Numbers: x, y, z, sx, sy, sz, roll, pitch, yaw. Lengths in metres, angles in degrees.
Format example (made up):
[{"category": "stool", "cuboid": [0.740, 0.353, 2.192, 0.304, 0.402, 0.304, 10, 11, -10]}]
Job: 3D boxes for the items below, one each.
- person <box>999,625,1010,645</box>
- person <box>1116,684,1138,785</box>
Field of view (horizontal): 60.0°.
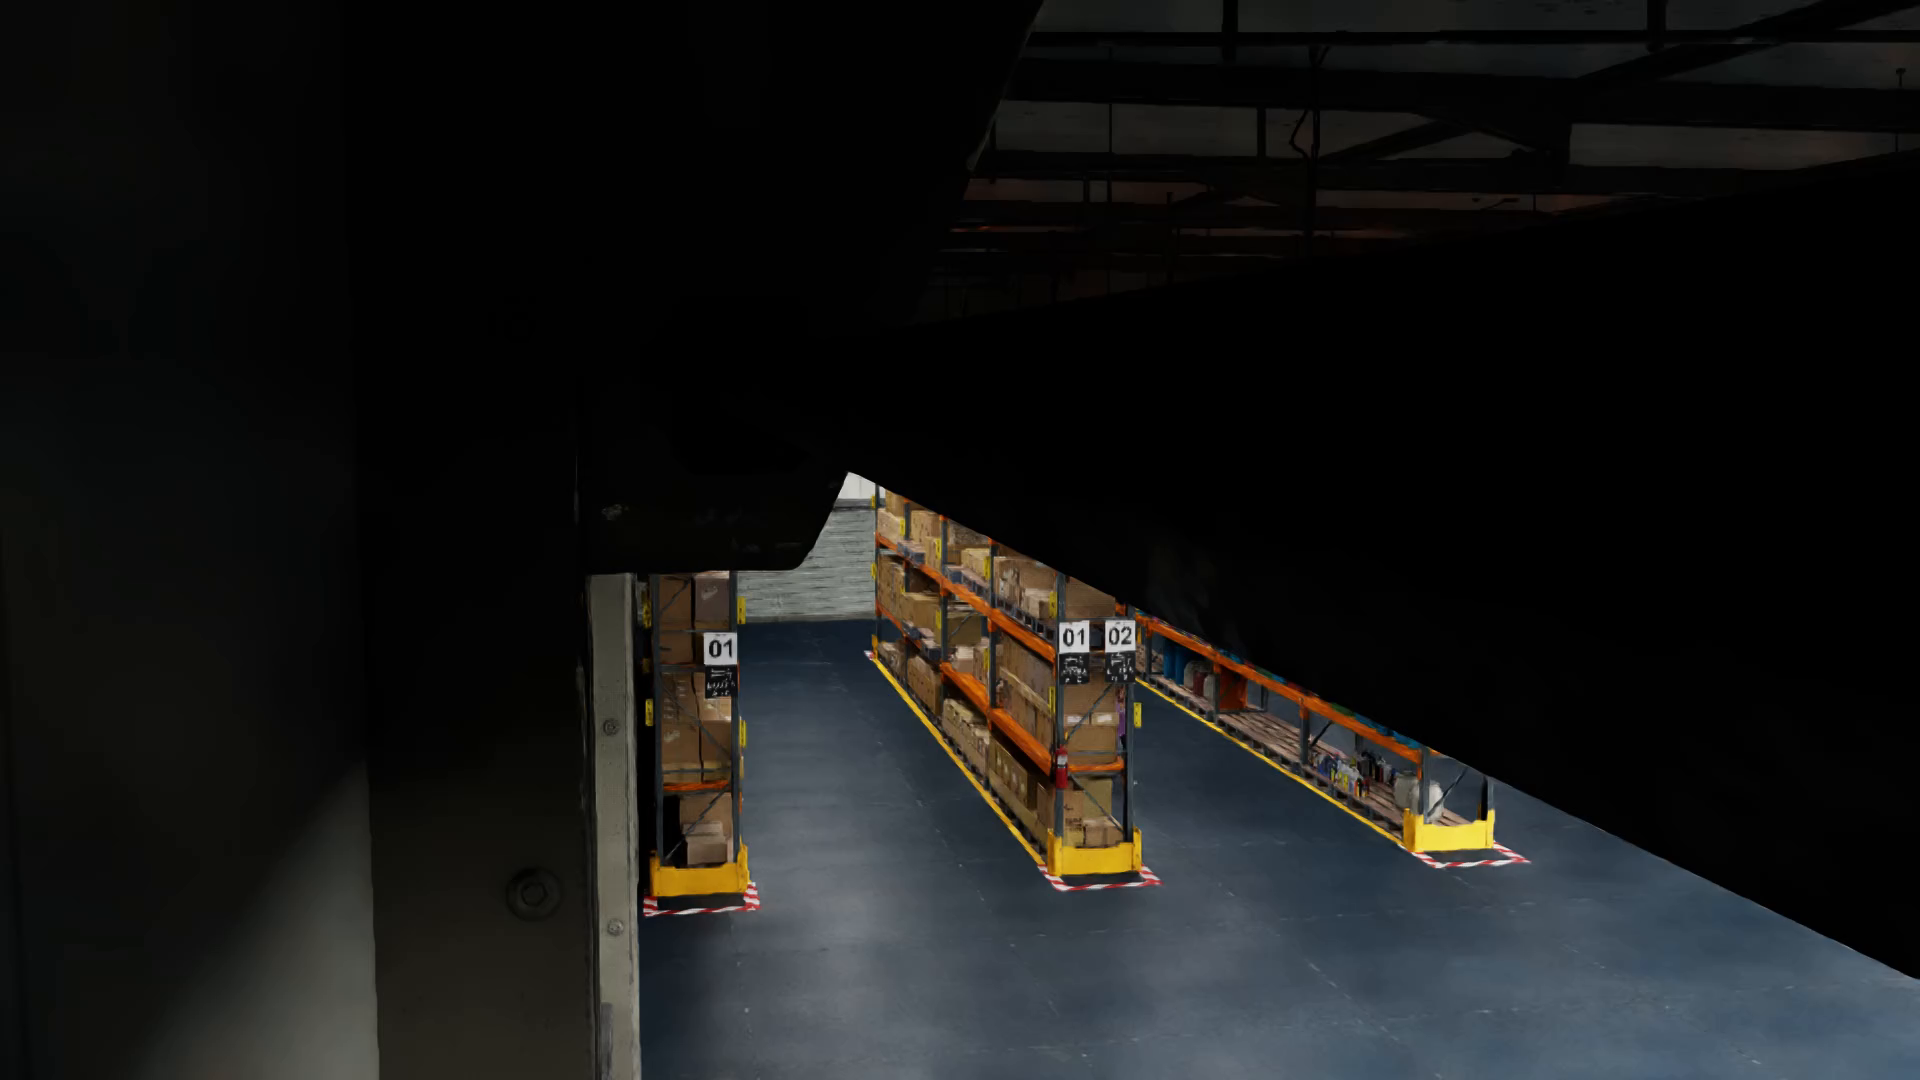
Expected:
[{"category": "person", "cuboid": [1.091, 2.006, 34.013, 0.556, 1.669, 1.019, -1, 6, -12]}, {"category": "person", "cuboid": [2.440, 2.947, 25.504, 0.417, 1.517, 1.037, -1, 6, -9]}]
